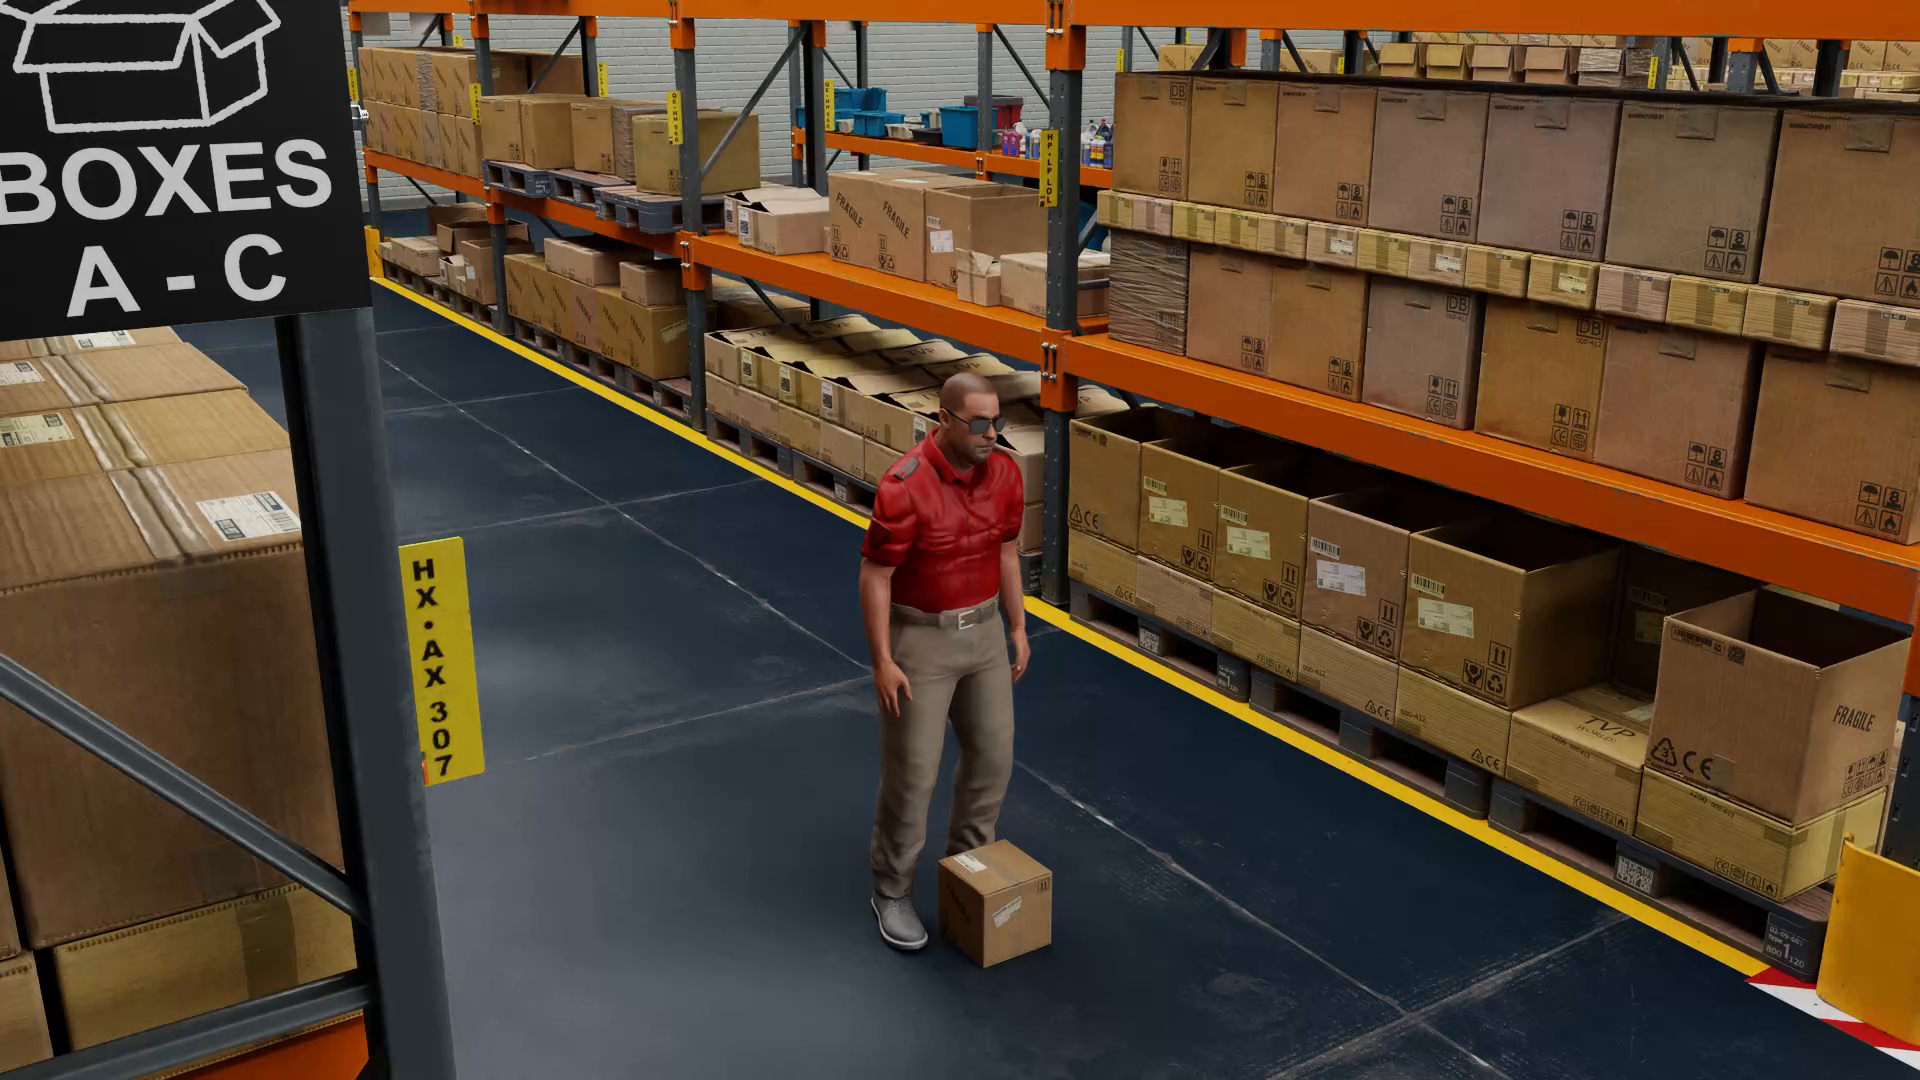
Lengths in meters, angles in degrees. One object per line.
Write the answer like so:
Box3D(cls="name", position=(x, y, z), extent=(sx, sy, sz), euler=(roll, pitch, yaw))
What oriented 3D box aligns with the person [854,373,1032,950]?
Box3D(cls="person", position=(-0.039, 0.337, 5.036), extent=(0.586, 1.727, 0.390), euler=(-12, 21, -32))
